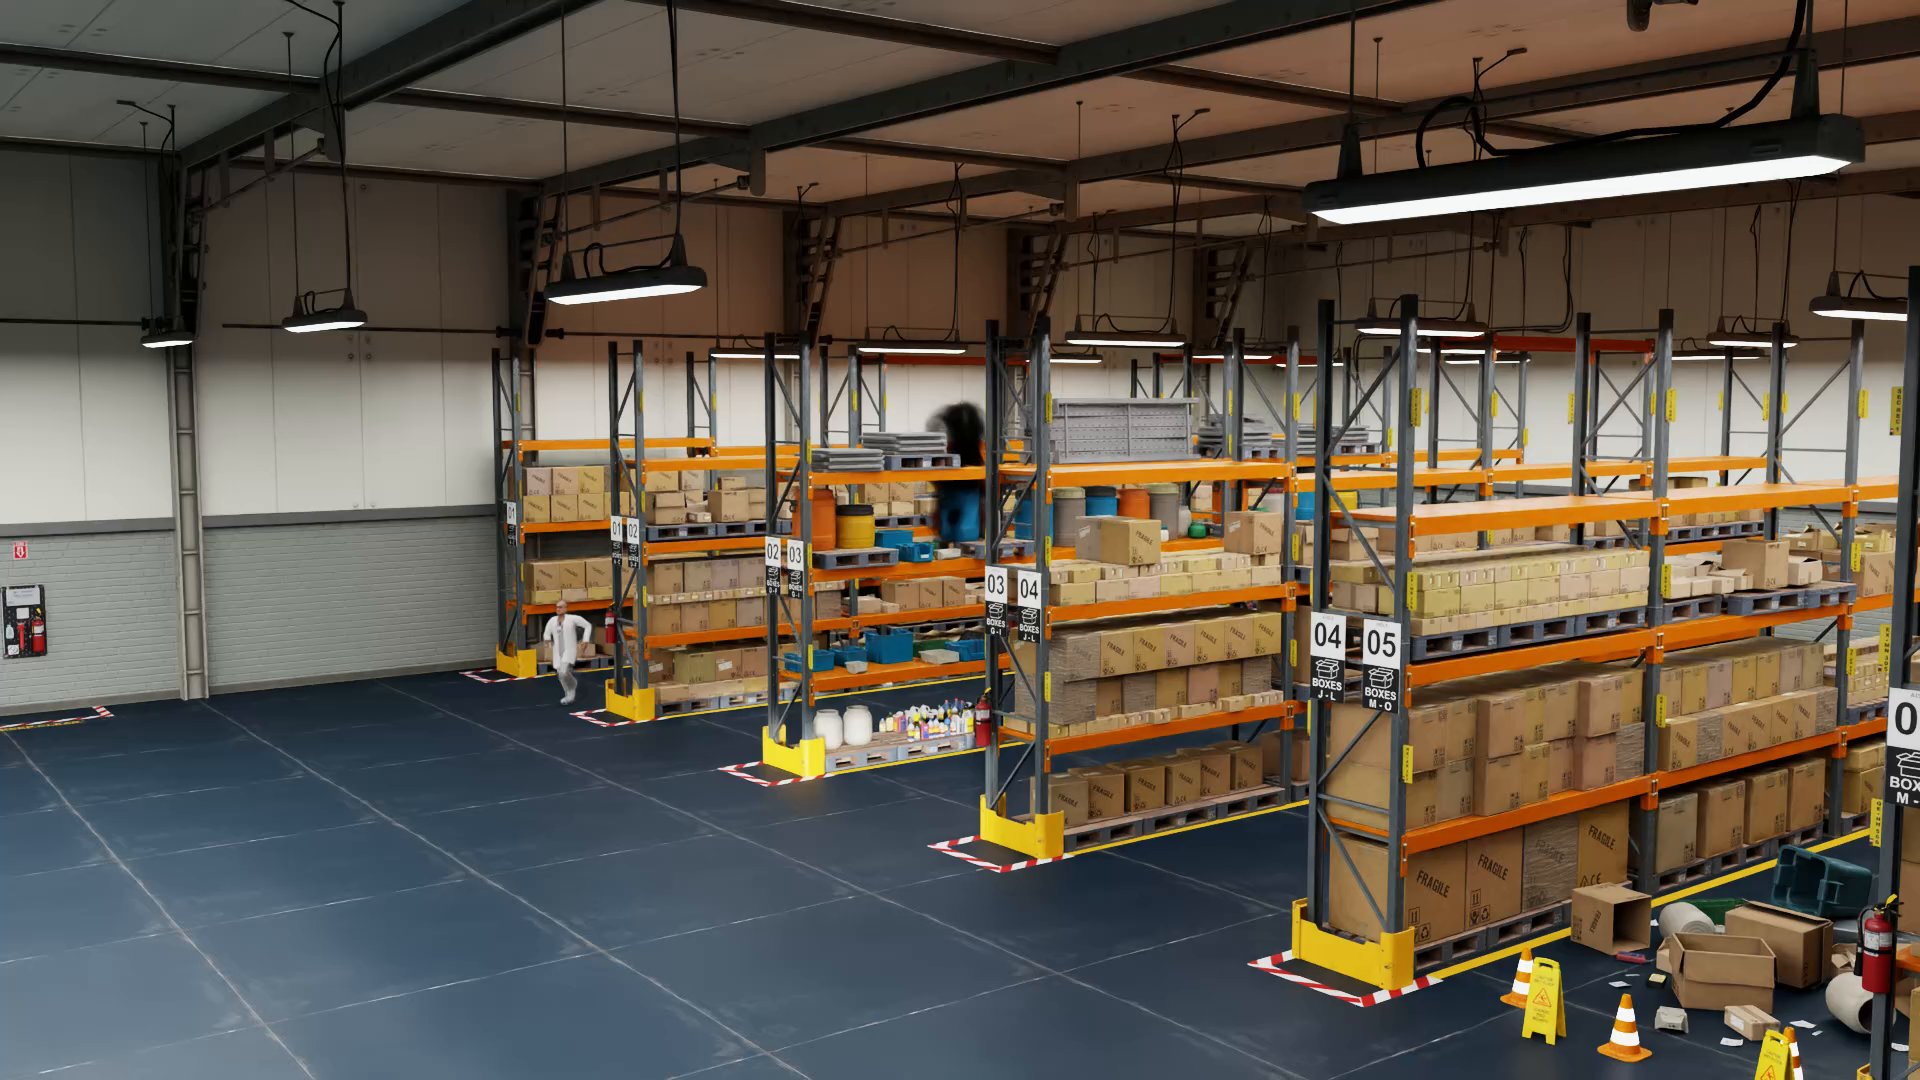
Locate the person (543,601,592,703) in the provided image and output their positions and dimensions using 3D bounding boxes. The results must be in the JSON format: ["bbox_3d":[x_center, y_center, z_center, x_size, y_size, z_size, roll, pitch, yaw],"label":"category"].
[{"bbox_3d":[-6.533,1.874,27.517,0.730,1.735,0.830,2,5,17],"label":"person"}]
